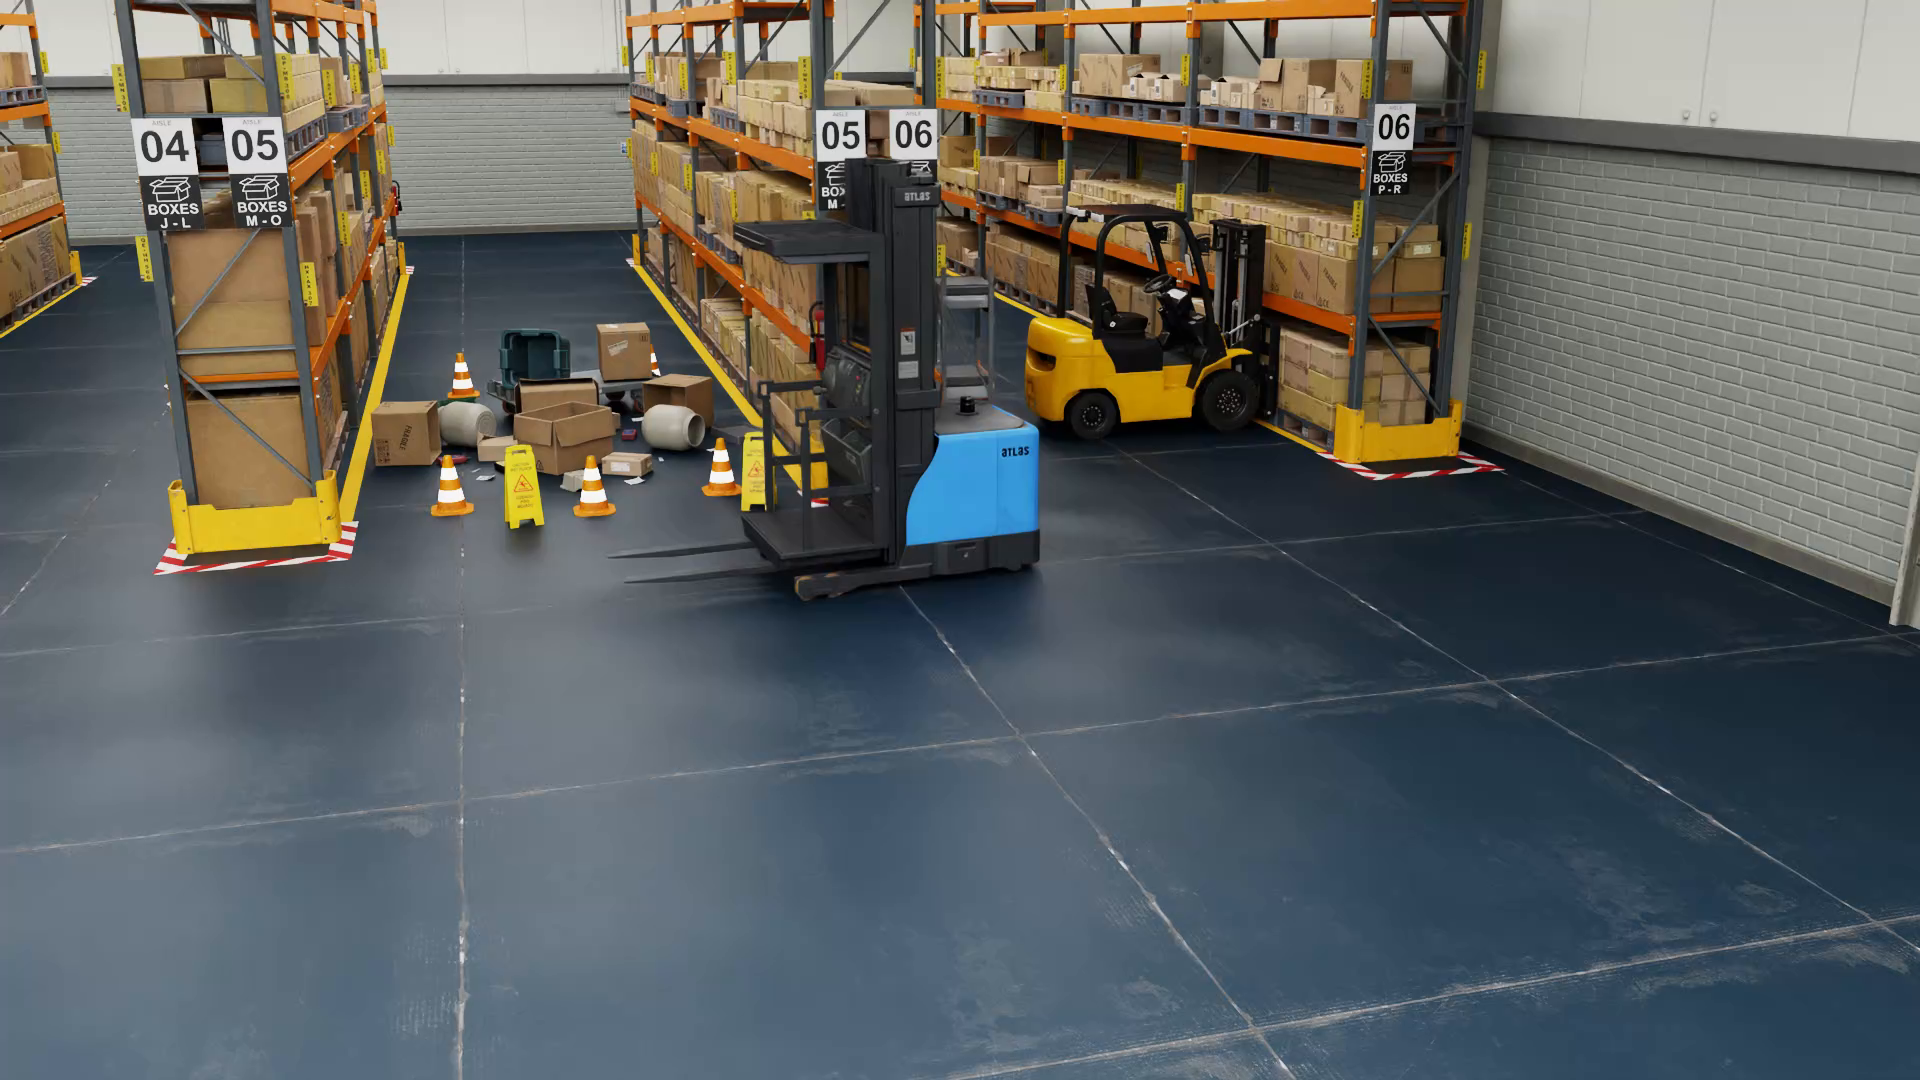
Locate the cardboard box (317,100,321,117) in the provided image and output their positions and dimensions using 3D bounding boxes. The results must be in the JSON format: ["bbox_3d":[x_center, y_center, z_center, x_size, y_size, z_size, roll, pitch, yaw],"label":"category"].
[{"bbox_3d":[-5.973,-3.879,14.971,0.380,0.149,0.250,-4,17,-14],"label":"cardboard box"}]

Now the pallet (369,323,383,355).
[{"bbox_3d":[-7.835,-2.518,20.967,1.003,0.211,1.213,-5,17,-15],"label":"pallet"}]

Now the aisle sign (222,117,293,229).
[{"bbox_3d":[-5.115,-2.673,12.119,0.394,0.787,0.004,-5,17,-15],"label":"aisle sign"}]

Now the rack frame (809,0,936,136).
[{"bbox_3d":[-0.691,-4.717,13.012,1.000,3.000,0.127,-5,17,-15],"label":"rack frame"}]

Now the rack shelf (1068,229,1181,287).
[{"bbox_3d":[2.432,-3.552,20.813,1.077,0.370,4.000,-5,17,-15],"label":"rack shelf"}]

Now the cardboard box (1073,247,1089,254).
[{"bbox_3d":[1.860,-4.154,24.054,0.380,0.149,0.250,-6,18,-18],"label":"cardboard box"}]

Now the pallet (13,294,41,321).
[{"bbox_3d":[-13.651,-3.260,23.439,1.003,0.211,1.213,-5,17,-15],"label":"pallet"}]

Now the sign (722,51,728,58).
[{"bbox_3d":[-3.470,-7.043,24.526,0.100,0.325,0.005,-5,17,-15],"label":"sign"}]

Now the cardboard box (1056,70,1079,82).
[{"bbox_3d":[1.503,-6.220,22.280,0.380,0.149,0.250,-4,17,-13],"label":"cardboard box"}]

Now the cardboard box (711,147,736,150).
[{"bbox_3d":[-3.198,-5.159,23.002,0.500,0.500,0.500,-4,17,-14],"label":"cardboard box"}]

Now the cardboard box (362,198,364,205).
[{"bbox_3d":[-7.994,-4.440,21.710,0.380,0.149,0.250,-4,17,-13],"label":"cardboard box"}]

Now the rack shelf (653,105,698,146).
[{"bbox_3d":[-3.439,-5.702,22.755,1.077,0.370,4.000,-5,17,-15],"label":"rack shelf"}]

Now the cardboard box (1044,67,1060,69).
[{"bbox_3d":[1.426,-6.766,24.064,0.380,0.149,0.250,-4,17,-14],"label":"cardboard box"}]

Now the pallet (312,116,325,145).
[{"bbox_3d":[-6.307,-3.698,14.988,1.003,0.211,1.213,-5,17,-15],"label":"pallet"}]

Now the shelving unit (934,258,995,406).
[{"bbox_3d":[0.007,-1.115,13.013,0.431,2.100,0.503,-3,17,-11],"label":"shelving unit"}]

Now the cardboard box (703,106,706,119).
[{"bbox_3d":[-2.967,-5.272,20.512,0.380,0.149,0.250,-5,17,-15],"label":"cardboard box"}]

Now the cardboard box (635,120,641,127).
[{"bbox_3d":[-5.257,-6.986,27.957,0.380,0.149,0.250,-4,17,-14],"label":"cardboard box"}]

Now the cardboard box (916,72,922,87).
[{"bbox_3d":[-0.458,-8.025,28.985,0.500,0.250,0.500,-5,17,-16],"label":"cardboard box"}]

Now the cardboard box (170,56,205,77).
[{"bbox_3d":[-6.052,-3.649,12.819,0.380,0.149,0.250,-4,17,-14],"label":"cardboard box"}]

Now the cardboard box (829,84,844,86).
[{"bbox_3d":[-0.981,-4.079,15.155,0.380,0.149,0.250,-4,17,-14],"label":"cardboard box"}]

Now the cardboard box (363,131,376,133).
[{"bbox_3d":[-8.767,-5.699,24.281,0.500,0.500,0.500,-5,18,-17],"label":"cardboard box"}]

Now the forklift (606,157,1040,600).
[{"bbox_3d":[-0.984,-1.156,11.705,3.031,2.935,1.130,-6,18,-21],"label":"forklift"}]

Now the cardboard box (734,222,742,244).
[{"bbox_3d":[-2.138,-3.451,17.806,0.500,0.500,0.500,-5,17,-16],"label":"cardboard box"}]

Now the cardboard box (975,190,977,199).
[{"bbox_3d":[0.452,-5.504,26.498,0.380,0.149,0.250,-4,17,-14],"label":"cardboard box"}]

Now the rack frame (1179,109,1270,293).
[{"bbox_3d":[2.981,-3.343,18.868,1.000,3.000,0.127,-5,17,-15],"label":"rack frame"}]

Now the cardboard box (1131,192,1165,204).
[{"bbox_3d":[2.294,-4.130,20.186,0.380,0.149,0.250,-5,17,-15],"label":"cardboard box"}]

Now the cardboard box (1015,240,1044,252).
[{"bbox_3d":[1.044,-4.394,24.855,0.380,0.149,0.250,-4,17,-13],"label":"cardboard box"}]

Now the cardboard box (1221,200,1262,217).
[{"bbox_3d":[2.993,-3.518,17.632,0.380,0.149,0.250,-4,17,-14],"label":"cardboard box"}]

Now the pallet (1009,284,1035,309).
[{"bbox_3d":[1.381,-3.661,24.772,1.003,0.211,1.213,-5,17,-15],"label":"pallet"}]

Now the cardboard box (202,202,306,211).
[{"bbox_3d":[-6.021,-2.566,14.141,0.875,0.550,0.500,-5,17,-15],"label":"cardboard box"}]

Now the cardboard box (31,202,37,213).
[{"bbox_3d":[-13.782,-4.870,24.387,0.380,0.149,0.250,-4,17,-14],"label":"cardboard box"}]

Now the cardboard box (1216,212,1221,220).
[{"bbox_3d":[2.987,-3.452,17.927,0.380,0.149,0.250,-5,17,-15],"label":"cardboard box"}]

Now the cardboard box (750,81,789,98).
[{"bbox_3d":[-1.808,-4.317,15.946,0.380,0.149,0.250,-5,17,-16],"label":"cardboard box"}]

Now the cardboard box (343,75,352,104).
[{"bbox_3d":[-7.046,-5.014,18.469,0.500,0.311,0.500,-5,17,-15],"label":"cardboard box"}]

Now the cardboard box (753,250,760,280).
[{"bbox_3d":[-1.777,-2.859,16.566,0.500,0.500,0.500,-5,17,-15],"label":"cardboard box"}]

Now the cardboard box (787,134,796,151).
[{"bbox_3d":[-1.318,-3.519,14.676,0.380,0.149,0.250,-5,17,-16],"label":"cardboard box"}]

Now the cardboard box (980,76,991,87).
[{"bbox_3d":[0.520,-6.933,25.138,0.380,0.149,0.250,-5,17,-15],"label":"cardboard box"}]

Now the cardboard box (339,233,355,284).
[{"bbox_3d":[-6.547,-2.885,17.168,0.500,0.500,0.500,-5,17,-15],"label":"cardboard box"}]

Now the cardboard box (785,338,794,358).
[{"bbox_3d":[-1.394,-1.764,15.231,0.380,0.149,0.250,-4,17,-14],"label":"cardboard box"}]

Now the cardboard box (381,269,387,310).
[{"bbox_3d":[-8.134,-3.421,22.741,0.500,0.500,0.500,-5,17,-17],"label":"cardboard box"}]

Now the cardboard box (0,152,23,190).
[{"bbox_3d":[-13.679,-5.242,23.629,0.500,0.500,0.500,-5,18,-17],"label":"cardboard box"}]

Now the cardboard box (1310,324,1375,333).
[{"bbox_3d":[3.862,-2.025,16.791,0.500,0.250,0.500,-5,17,-16],"label":"cardboard box"}]

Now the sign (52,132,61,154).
[{"bbox_3d":[-14.091,-6.193,25.930,0.100,0.325,0.005,-5,17,-15],"label":"sign"}]

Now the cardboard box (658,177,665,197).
[{"bbox_3d":[-4.139,-5.186,24.395,0.500,0.250,0.500,-5,17,-17],"label":"cardboard box"}]

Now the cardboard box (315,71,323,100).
[{"bbox_3d":[-6.140,-4.171,15.249,0.500,0.250,0.500,-5,17,-16],"label":"cardboard box"}]

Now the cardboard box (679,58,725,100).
[{"bbox_3d":[-3.138,-5.836,21.042,0.797,0.503,0.637,-6,18,-19],"label":"cardboard box"}]

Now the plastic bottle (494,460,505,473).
[{"bbox_3d":[-4.137,-0.671,15.081,0.133,0.061,0.283,-12,20,-34],"label":"plastic bottle"}]

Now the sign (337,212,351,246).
[{"bbox_3d":[-5.989,-3.027,16.174,0.100,0.325,0.005,-5,17,-15],"label":"sign"}]

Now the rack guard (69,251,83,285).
[{"bbox_3d":[-14.623,-4.295,26.382,1.175,0.500,0.348,-5,17,-15],"label":"rack guard"}]

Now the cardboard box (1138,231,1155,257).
[{"bbox_3d":[2.448,-3.529,19.747,0.500,0.250,0.500,-5,17,-16],"label":"cardboard box"}]

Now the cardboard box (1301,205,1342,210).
[{"bbox_3d":[3.720,-3.351,17.074,0.380,0.149,0.250,-4,17,-14],"label":"cardboard box"}]

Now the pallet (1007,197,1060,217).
[{"bbox_3d":[1.343,-4.895,24.369,1.003,0.211,1.213,-5,17,-15],"label":"pallet"}]

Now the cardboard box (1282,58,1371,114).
[{"bbox_3d":[3.539,-4.365,15.977,0.700,0.500,0.500,-5,17,-15],"label":"cardboard box"}]

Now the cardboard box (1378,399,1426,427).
[{"bbox_3d":[4.133,-1.272,16.024,0.500,0.250,0.500,-5,17,-15],"label":"cardboard box"}]
